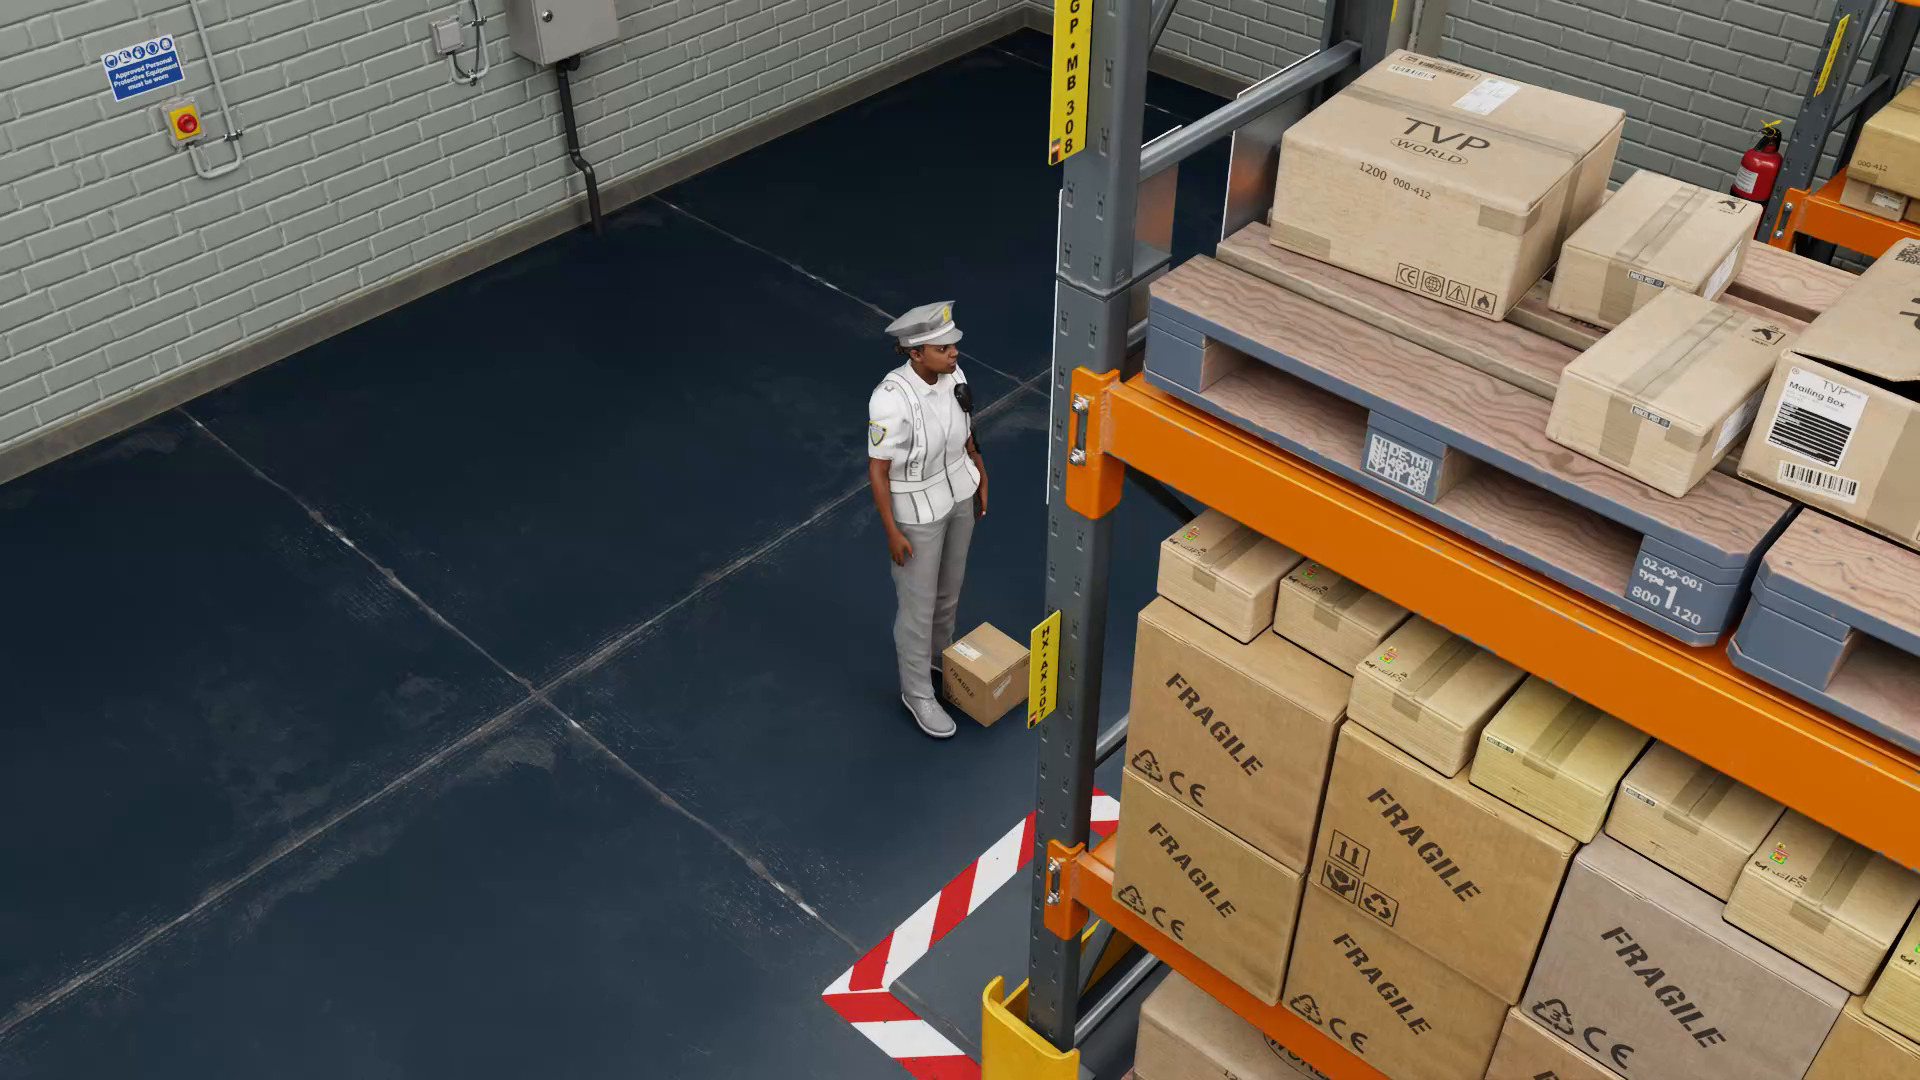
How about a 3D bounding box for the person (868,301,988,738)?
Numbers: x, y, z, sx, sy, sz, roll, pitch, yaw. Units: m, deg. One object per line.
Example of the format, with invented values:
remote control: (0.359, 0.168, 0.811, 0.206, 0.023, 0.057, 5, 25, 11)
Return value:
person: (-0.069, -0.100, 6.236, 0.529, 1.696, 0.570, 30, 48, 31)
